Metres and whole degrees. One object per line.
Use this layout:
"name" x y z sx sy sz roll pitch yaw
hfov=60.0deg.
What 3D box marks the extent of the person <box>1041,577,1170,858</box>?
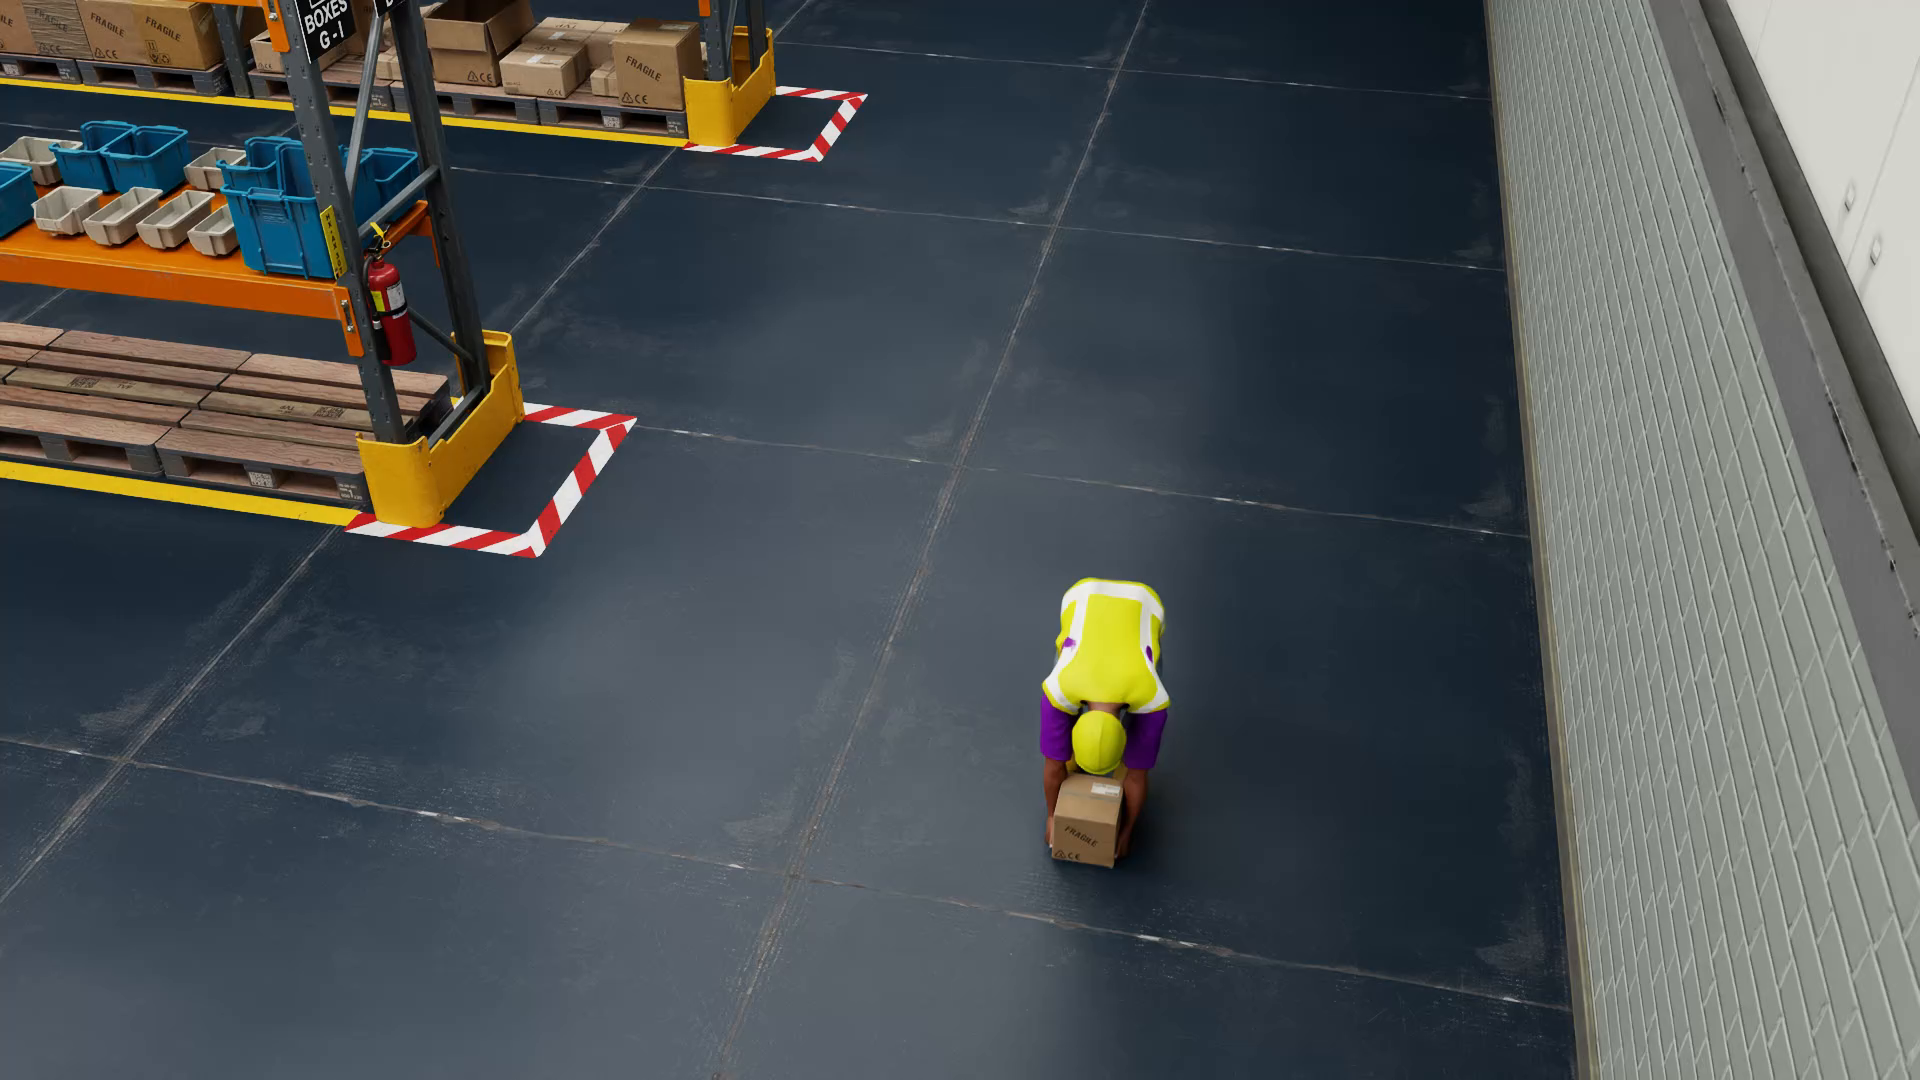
"person" 0.588 0.705 6.741 0.514 0.897 0.978 6 37 8
